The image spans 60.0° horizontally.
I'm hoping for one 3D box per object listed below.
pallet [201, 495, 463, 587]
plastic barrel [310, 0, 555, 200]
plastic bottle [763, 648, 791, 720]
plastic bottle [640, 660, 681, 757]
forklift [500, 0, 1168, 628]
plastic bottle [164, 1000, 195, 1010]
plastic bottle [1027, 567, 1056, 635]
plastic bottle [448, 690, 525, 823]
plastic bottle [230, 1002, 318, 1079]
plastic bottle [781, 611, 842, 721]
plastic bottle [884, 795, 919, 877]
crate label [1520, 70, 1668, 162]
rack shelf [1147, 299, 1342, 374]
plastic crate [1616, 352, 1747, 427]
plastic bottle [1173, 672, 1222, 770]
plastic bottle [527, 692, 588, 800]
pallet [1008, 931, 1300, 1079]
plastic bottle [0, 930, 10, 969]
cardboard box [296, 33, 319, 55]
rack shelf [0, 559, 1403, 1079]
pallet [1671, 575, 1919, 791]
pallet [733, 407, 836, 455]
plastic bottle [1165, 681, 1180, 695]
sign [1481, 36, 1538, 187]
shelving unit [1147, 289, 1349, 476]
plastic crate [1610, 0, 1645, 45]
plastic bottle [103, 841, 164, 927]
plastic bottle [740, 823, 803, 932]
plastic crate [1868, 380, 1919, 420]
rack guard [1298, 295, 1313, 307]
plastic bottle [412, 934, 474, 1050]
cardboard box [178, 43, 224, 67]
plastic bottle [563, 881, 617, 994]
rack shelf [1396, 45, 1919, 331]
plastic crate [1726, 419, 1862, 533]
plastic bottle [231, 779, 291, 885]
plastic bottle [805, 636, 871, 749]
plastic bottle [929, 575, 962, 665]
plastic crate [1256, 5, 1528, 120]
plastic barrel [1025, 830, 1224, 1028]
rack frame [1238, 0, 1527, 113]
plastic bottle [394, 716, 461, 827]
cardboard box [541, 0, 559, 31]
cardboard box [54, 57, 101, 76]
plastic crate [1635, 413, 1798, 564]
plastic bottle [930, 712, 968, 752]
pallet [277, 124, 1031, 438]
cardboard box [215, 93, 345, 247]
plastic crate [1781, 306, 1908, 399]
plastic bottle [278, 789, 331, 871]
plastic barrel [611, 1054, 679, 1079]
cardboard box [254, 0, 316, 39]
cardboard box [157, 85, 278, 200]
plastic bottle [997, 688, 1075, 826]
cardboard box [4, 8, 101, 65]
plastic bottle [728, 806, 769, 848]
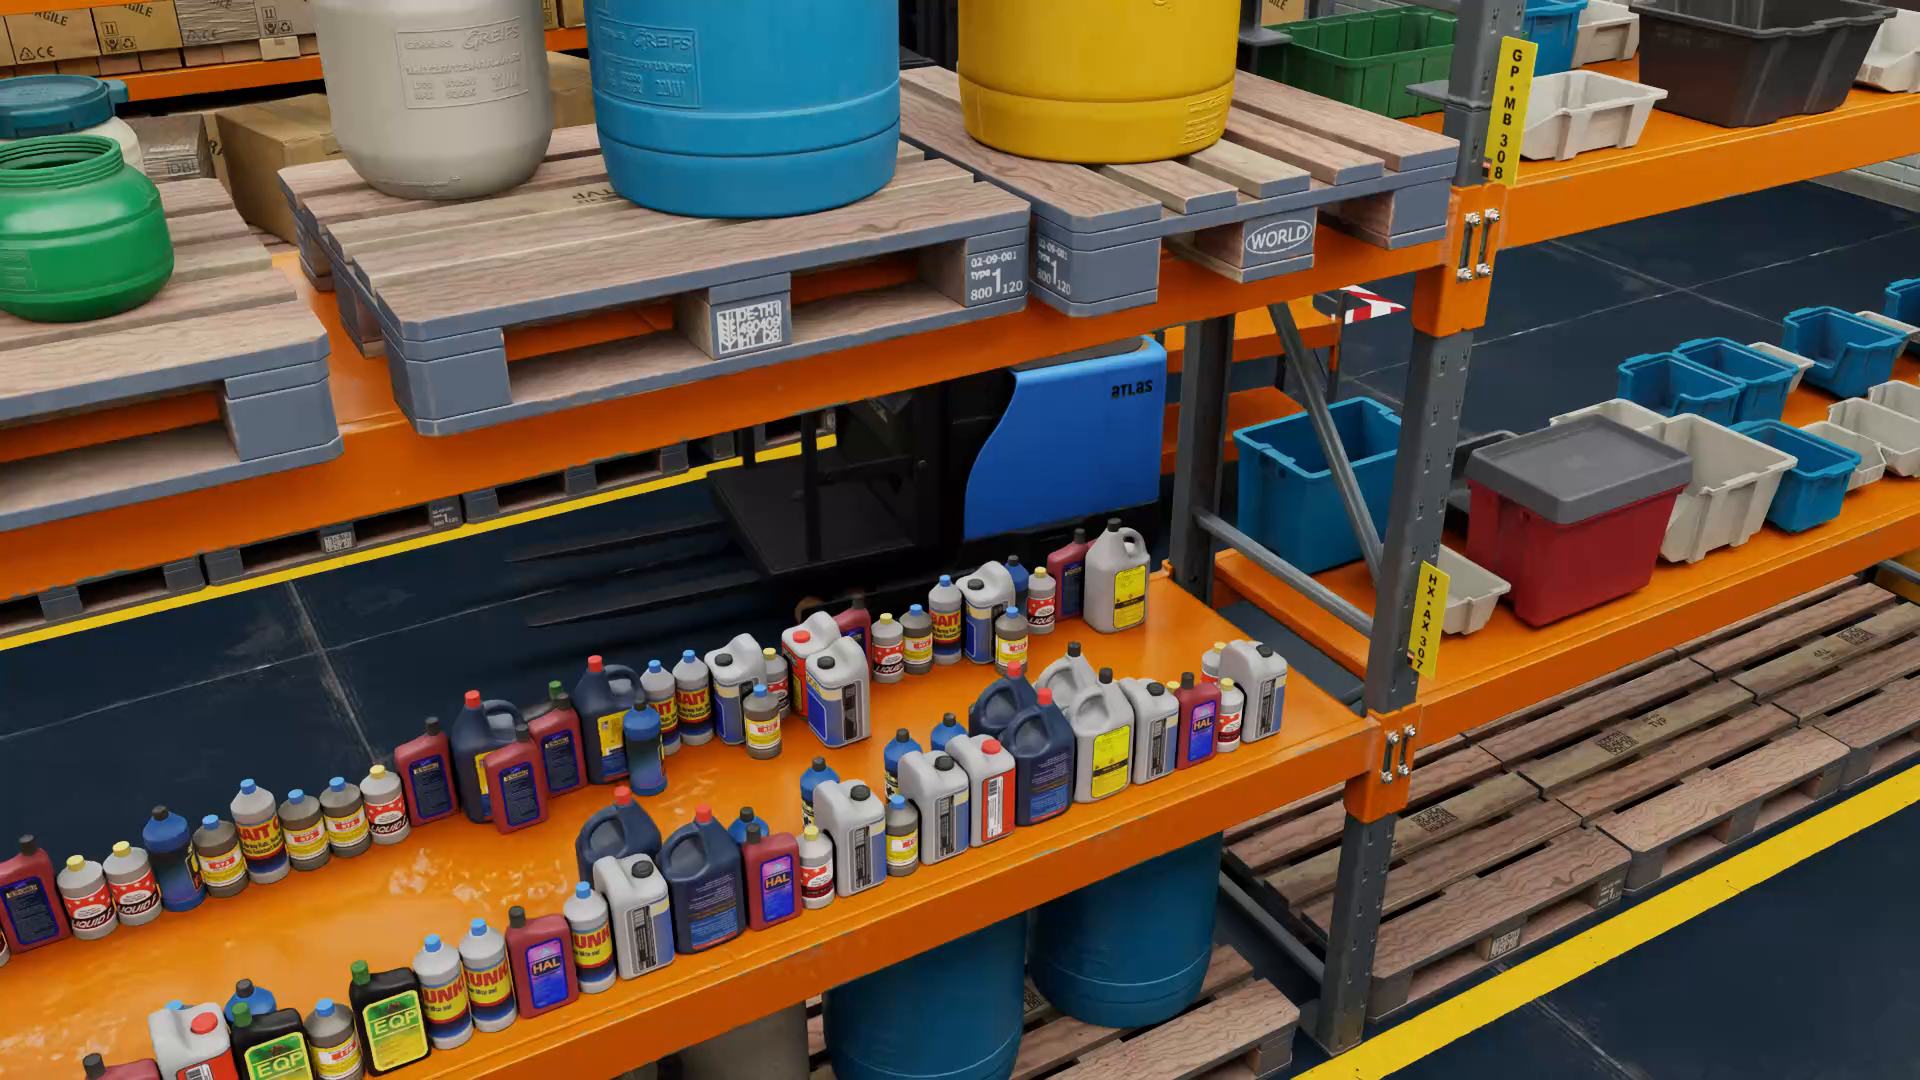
[{"bbox_3d":[-3.263,-0.219,8.428,1.213,0.211,1.003,-16,33,-26],"label":"pallet"},{"bbox_3d":[-1.018,-0.965,3.214,0.433,0.535,0.433,0,29,0],"label":"plastic barrel"},{"bbox_3d":[-0.526,0.395,4.636,0.097,0.201,0.097,0,29,0],"label":"plastic bottle"},{"bbox_3d":[-0.810,0.445,4.473,0.097,0.271,0.097,0,29,0],"label":"plastic bottle"},{"bbox_3d":[-0.594,-1.153,7.306,3.031,2.935,1.130,-12,31,-20],"label":"forklift"},{"bbox_3d":[-1.614,1.044,3.460,0.097,0.201,0.097,0,29,0],"label":"plastic bottle"},{"bbox_3d":[0.241,0.177,5.030,0.097,0.201,0.097,0,29,0],"label":"plastic bottle"},{"bbox_3d":[-1.194,0.532,4.232,0.185,0.351,0.144,-16,33,-26],"label":"plastic bottle"},{"bbox_3d":[-1.396,1.041,3.379,0.133,0.283,0.061,-16,33,-26],"label":"plastic bottle"},{"bbox_3d":[-0.412,0.345,4.649,0.135,0.276,0.152,-16,33,-26],"label":"plastic bottle"},{"bbox_3d":[-0.150,0.713,4.059,0.097,0.201,0.097,0,29,0],"label":"plastic bottle"},{"bbox_3d":[1.547,-1.088,4.285,0.466,0.136,0.293,-16,33,-26],"label":"crate label"},{"bbox_3d":[1.318,-0.986,8.267,1.000,0.278,0.538,-12,31,-20],"label":"rack shelf"},{"bbox_3d":[2.653,-0.504,6.169,0.300,0.233,0.416,-16,33,-26],"label":"plastic crate"},{"bbox_3d":[0.626,0.467,4.419,0.133,0.283,0.061,-16,33,-26],"label":"plastic bottle"},{"bbox_3d":[-1.047,0.531,4.305,0.133,0.283,0.061,-16,33,-26],"label":"plastic bottle"},{"bbox_3d":[0.292,1.502,5.310,1.213,0.211,1.003,-16,33,-26],"label":"pallet"},{"bbox_3d":[-2.229,0.878,3.760,0.097,0.201,0.097,0,29,0],"label":"plastic bottle"},{"bbox_3d":[-4.641,-3.599,11.907,0.250,0.149,0.380,-15,32,-25],"label":"cardboard box"},{"bbox_3d":[-0.746,0.914,4.234,4.000,0.370,1.077,-16,33,-26],"label":"rack shelf"},{"bbox_3d":[3.696,0.537,7.059,1.213,0.211,1.003,-16,33,-26],"label":"pallet"},{"bbox_3d":[-0.935,-0.902,9.666,1.213,0.211,1.003,-16,33,-26],"label":"pallet"},{"bbox_3d":[0.570,0.475,4.491,0.097,0.201,0.097,0,29,0],"label":"plastic bottle"},{"bbox_3d":[1.255,-0.978,3.804,0.005,0.325,0.100,-16,33,-26],"label":"sign"},{"bbox_3d":[1.318,-0.730,8.409,1.048,1.125,0.538,-12,31,-20],"label":"shelving unit"},{"bbox_3d":[2.360,-1.717,5.275,0.530,0.282,0.437,-16,33,-26],"label":"plastic crate"},{"bbox_3d":[-1.946,0.798,3.905,0.097,0.201,0.097,0,29,0],"label":"plastic bottle"},{"bbox_3d":[-0.440,0.770,3.871,0.133,0.283,0.061,-16,33,-26],"label":"plastic bottle"},{"bbox_3d":[3.558,-0.441,6.155,0.243,0.136,0.396,-16,33,-26],"label":"plastic crate"},{"bbox_3d":[1.855,-1.821,11.032,0.348,0.500,1.175,-16,33,-26],"label":"rack guard"},{"bbox_3d":[-1.107,0.954,3.549,0.097,0.271,0.097,0,29,0],"label":"plastic bottle"},{"bbox_3d":[-5.306,-3.423,11.587,0.250,0.149,0.380,-17,33,-28],"label":"cardboard box"},{"bbox_3d":[-0.824,0.874,3.695,0.097,0.271,0.097,0,29,0],"label":"plastic bottle"},{"bbox_3d":[2.703,-1.378,5.283,4.000,0.370,1.077,-16,33,-26],"label":"rack shelf"},{"bbox_3d":[2.786,-0.213,5.643,0.300,0.233,0.416,-16,33,-26],"label":"plastic crate"},{"bbox_3d":[-1.694,0.696,4.018,0.097,0.271,0.097,0,29,0],"label":"plastic bottle"},{"bbox_3d":[-0.335,0.408,4.534,0.135,0.276,0.152,-16,33,-26],"label":"plastic bottle"},{"bbox_3d":[-0.043,0.227,4.867,0.097,0.271,0.097,0,29,0],"label":"plastic bottle"},{"bbox_3d":[1.190,-1.341,4.690,0.662,0.188,0.450,-16,33,-26],"label":"plastic crate"},{"bbox_3d":[0.501,0.970,5.124,0.708,0.901,0.600,-16,33,-26],"label":"plastic barrel"},{"bbox_3d":[0.978,-2.517,3.498,0.127,3.000,1.000,-16,33,-26],"label":"rack frame"},{"bbox_3d":[-1.352,0.583,4.210,0.133,0.283,0.061,-16,33,-26],"label":"plastic bottle"},{"bbox_3d":[-3.565,-4.275,12.581,0.700,0.700,0.980,-15,32,-26],"label":"cardboard box"},{"bbox_3d":[-5.993,-3.248,11.270,0.250,0.149,0.380,-15,32,-26],"label":"cardboard box"},{"bbox_3d":[2.388,-0.162,5.500,0.530,0.282,0.437,-16,33,-26],"label":"plastic crate"},{"bbox_3d":[-0.027,0.562,4.260,0.097,0.271,0.097,0,29,0],"label":"plastic bottle"},{"bbox_3d":[-0.624,-0.610,3.341,1.213,0.211,1.003,-16,33,-26],"label":"pallet"},{"bbox_3d":[-3.020,-1.724,7.732,0.700,0.500,0.500,26,38,38],"label":"cardboard box"},{"bbox_3d":[3.480,-0.738,6.594,0.300,0.233,0.416,-16,33,-26],"label":"plastic crate"},{"bbox_3d":[-1.610,0.703,4.078,0.097,0.201,0.097,0,29,0],"label":"plastic bottle"},{"bbox_3d":[-1.084,1.557,4.385,0.708,0.588,0.600,-16,33,-26],"label":"plastic barrel"},{"bbox_3d":[-4.746,-3.853,11.696,0.500,0.500,0.500,-16,32,-26],"label":"cardboard box"},{"bbox_3d":[-5.300,-2.828,12.061,0.750,0.750,0.750,-15,32,-25],"label":"cardboard box"},{"bbox_3d":[0.192,0.538,4.222,0.185,0.351,0.144,-16,33,-26],"label":"plastic bottle"},{"bbox_3d":[-6.056,-3.479,11.017,0.500,0.500,0.500,-16,33,-27],"label":"cardboard box"},{"bbox_3d":[-0.495,0.747,3.926,0.097,0.271,0.097,0,29,0],"label":"plastic bottle"}]
